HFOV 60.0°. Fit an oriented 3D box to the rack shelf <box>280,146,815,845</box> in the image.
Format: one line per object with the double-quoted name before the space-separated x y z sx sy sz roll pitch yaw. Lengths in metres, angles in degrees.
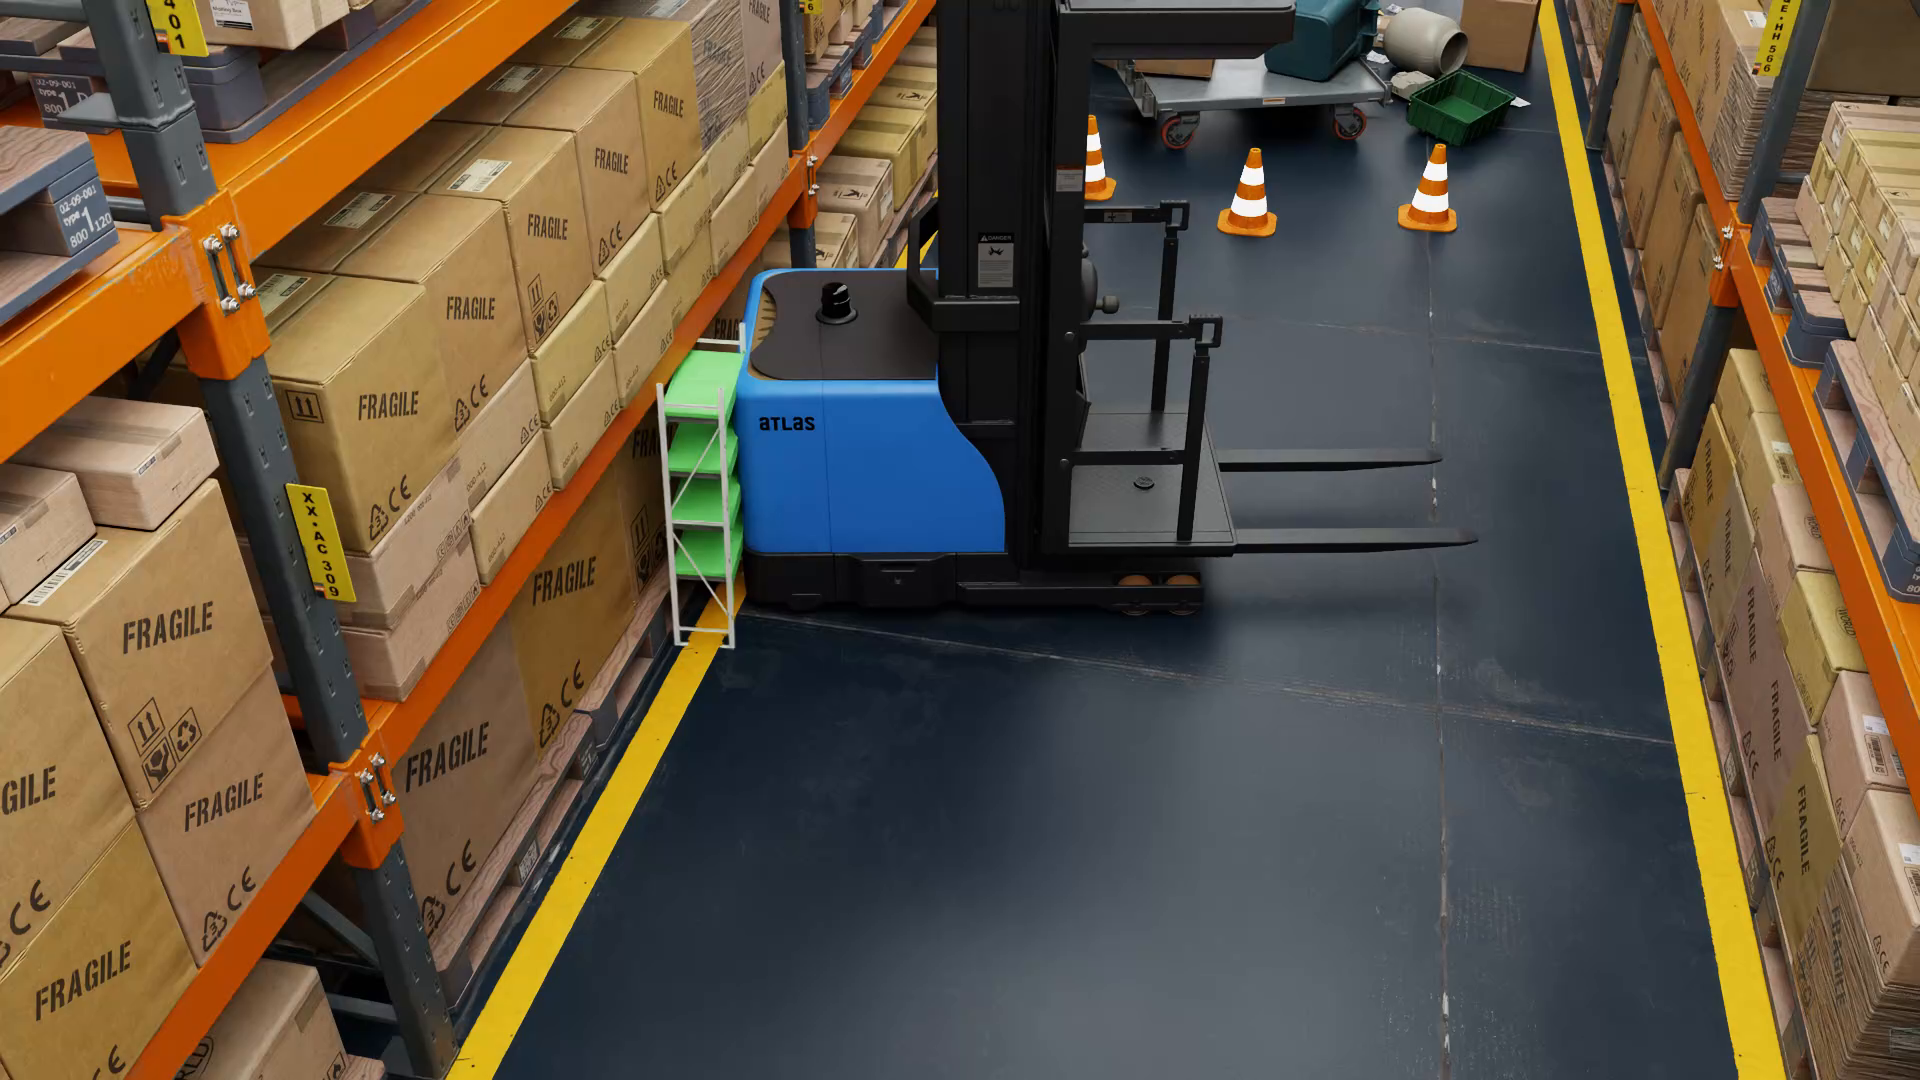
"rack shelf" -1.603 -0.531 6.040 1.077 0.370 4.000 7 37 10

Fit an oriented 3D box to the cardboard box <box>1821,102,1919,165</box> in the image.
"cardboard box" 3.393 -1.473 6.075 0.380 0.149 0.250 7 37 10

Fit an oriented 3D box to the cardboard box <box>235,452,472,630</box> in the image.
"cardboard box" -1.661 -0.035 4.444 0.500 0.250 0.500 6 36 9

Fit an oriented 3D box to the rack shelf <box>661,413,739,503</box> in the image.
"rack shelf" -0.974 -0.347 6.402 0.258 0.148 0.480 4 36 1

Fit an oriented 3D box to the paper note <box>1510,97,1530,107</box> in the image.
"paper note" 3.795 -2.997 11.358 0.147 0.020 0.142 -17 39 -22

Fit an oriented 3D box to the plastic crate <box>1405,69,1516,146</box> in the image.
"plastic crate" 3.293 -2.848 10.971 0.450 0.188 0.662 36 48 26

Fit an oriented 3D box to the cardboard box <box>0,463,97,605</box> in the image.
"cardboard box" -1.947 -0.030 3.245 0.380 0.149 0.250 8 37 11

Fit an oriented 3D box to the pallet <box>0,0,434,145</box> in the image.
"pallet" -1.882 -1.345 4.157 0.805 0.209 1.217 6 36 8

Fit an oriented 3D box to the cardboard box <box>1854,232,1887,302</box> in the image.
"cardboard box" 3.219 -0.890 5.524 0.380 0.149 0.250 7 37 10

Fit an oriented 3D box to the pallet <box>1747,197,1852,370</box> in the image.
"pallet" 3.634 -0.907 6.109 1.213 0.211 1.003 7 37 10

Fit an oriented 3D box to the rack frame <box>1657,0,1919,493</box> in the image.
"rack frame" 3.682 -1.407 6.635 1.000 3.000 0.127 7 37 10

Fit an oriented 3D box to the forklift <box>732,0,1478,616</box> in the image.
"forklift" 0.626 -1.190 6.395 3.031 2.935 1.130 0 36 0

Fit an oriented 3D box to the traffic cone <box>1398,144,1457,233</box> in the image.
"traffic cone" 2.774 -2.093 9.744 0.336 0.463 0.334 7 37 10

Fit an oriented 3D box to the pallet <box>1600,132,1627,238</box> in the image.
"pallet" 4.445 -2.119 9.994 1.003 0.211 1.213 7 37 10

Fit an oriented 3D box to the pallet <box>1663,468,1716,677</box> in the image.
"pallet" 3.513 0.170 6.835 1.003 0.211 1.213 7 37 10

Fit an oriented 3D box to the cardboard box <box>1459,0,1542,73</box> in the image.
"cardboard box" 3.865 -3.707 11.937 0.500 0.500 0.500 14 38 18

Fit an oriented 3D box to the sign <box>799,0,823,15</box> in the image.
"sign" -0.633 -2.370 6.978 0.100 0.325 0.005 7 37 10

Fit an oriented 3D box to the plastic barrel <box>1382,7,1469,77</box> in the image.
"plastic barrel" 3.280 -3.499 11.718 0.421 0.421 0.512 -24 42 -30

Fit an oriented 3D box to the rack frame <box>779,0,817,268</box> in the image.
"rack frame" -1.176 -1.969 7.411 1.000 3.000 0.127 7 37 10

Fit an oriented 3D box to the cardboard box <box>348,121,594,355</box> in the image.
"cardboard box" -1.464 -0.920 5.026 0.500 0.500 0.500 6 36 9

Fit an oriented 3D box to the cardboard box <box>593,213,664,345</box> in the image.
"cardboard box" -1.337 -0.913 5.656 0.500 0.250 0.500 6 36 9

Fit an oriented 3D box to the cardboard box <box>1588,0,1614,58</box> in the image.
"cardboard box" 4.928 -3.879 11.498 0.875 0.875 0.875 8 37 10

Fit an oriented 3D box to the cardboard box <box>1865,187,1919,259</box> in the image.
"cardboard box" 3.225 -1.029 5.463 0.380 0.149 0.250 6 36 8

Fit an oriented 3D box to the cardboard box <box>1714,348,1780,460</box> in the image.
"cardboard box" 3.298 -0.503 6.522 0.500 0.250 0.500 6 36 8

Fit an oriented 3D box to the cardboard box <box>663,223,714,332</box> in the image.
"cardboard box" -1.247 -1.005 6.208 0.500 0.250 0.500 7 37 9

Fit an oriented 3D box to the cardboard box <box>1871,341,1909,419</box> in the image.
"cardboard box" 3.108 -0.483 5.217 0.380 0.149 0.250 8 37 11

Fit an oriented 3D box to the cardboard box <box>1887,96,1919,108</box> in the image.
"cardboard box" 4.041 -1.671 6.914 0.500 0.500 0.500 8 37 10

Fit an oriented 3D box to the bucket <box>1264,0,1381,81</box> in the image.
"bucket" 2.313 -3.357 10.820 0.726 0.611 0.620 20 51 26

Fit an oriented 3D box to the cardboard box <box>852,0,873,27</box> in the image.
"cardboard box" -0.649 -2.665 8.227 0.380 0.149 0.250 8 37 10

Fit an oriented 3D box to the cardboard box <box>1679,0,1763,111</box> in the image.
"cardboard box" 3.730 -2.311 7.798 0.500 0.500 0.500 7 36 9

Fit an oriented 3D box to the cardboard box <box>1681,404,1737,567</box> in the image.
"cardboard box" 3.281 -0.191 6.730 0.500 0.500 0.500 6 36 8

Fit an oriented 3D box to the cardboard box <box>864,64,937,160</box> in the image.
"cardboard box" -0.581 -2.655 10.238 0.950 0.372 0.625 10 37 13

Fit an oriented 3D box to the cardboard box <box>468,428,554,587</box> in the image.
"cardboard box" -1.569 -0.131 5.003 0.500 0.250 0.500 6 36 9

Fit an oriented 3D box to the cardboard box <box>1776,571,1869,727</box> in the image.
"cardboard box" 2.961 0.368 5.319 0.500 0.250 0.500 6 36 8

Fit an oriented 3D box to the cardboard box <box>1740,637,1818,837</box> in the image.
"cardboard box" 2.963 0.685 5.521 0.500 0.500 0.500 7 36 9

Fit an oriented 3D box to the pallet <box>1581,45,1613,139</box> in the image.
"pallet" 4.775 -2.997 11.205 1.003 0.211 1.213 7 37 10

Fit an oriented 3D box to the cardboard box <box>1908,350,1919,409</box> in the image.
"cardboard box" 3.055 -0.450 4.917 0.380 0.149 0.250 9 37 12

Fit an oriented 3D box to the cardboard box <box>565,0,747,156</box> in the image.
"cardboard box" -1.132 -1.790 6.227 0.500 0.500 0.500 8 37 11

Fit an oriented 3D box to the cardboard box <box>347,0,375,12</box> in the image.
"cardboard box" -1.558 -1.570 3.861 0.500 0.500 0.500 7 36 9

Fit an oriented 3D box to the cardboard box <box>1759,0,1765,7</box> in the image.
"cardboard box" 4.002 -2.693 7.472 0.700 0.500 0.500 7 36 9

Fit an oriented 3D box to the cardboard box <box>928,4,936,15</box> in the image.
"cardboard box" 0.069 -3.927 11.459 0.500 0.500 0.500 9 37 12

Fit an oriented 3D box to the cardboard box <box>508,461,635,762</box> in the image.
"cardboard box" -1.790 0.130 5.967 0.875 0.875 0.875 8 37 11

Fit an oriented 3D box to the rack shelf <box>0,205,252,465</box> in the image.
"rack shelf" -2.457 0.547 1.996 1.077 0.370 4.000 7 37 10

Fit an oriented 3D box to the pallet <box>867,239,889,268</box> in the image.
"pallet" -1.007 -1.288 8.847 1.003 0.211 1.213 7 37 10

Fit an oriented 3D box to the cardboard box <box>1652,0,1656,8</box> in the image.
"cardboard box" 4.054 -3.183 9.001 0.500 0.500 0.500 8 37 10

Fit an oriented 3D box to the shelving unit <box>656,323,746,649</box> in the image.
"shelving unit" -0.981 -0.204 6.504 0.258 1.200 0.503 4 36 1

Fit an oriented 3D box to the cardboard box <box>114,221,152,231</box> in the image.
"cardboard box" -2.077 -0.707 4.732 0.500 0.500 0.500 8 37 11

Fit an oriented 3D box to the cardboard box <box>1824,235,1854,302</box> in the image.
"cardboard box" 3.274 -0.935 5.841 0.380 0.149 0.250 9 37 12

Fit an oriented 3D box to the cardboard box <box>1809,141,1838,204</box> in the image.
"cardboard box" 3.382 -1.344 6.151 0.380 0.149 0.250 9 37 12

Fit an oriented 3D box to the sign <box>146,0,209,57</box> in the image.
"sign" -1.488 -1.063 3.097 0.100 0.325 0.005 7 37 10

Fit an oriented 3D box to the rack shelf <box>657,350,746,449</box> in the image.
"rack shelf" -0.963 -0.542 6.263 0.258 0.148 0.480 4 36 1

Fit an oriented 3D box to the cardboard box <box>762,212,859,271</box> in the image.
"cardboard box" -1.045 -1.398 8.504 0.950 0.372 0.625 5 36 7

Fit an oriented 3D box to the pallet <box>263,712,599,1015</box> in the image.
"pallet" -1.939 1.001 5.689 1.003 0.211 1.213 7 37 10

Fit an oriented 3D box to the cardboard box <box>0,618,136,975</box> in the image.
"cardboard box" -1.977 0.474 3.103 0.500 0.500 0.500 7 36 9

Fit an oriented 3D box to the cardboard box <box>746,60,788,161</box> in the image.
"cardboard box" -1.031 -1.801 6.881 0.500 0.250 0.500 7 37 10

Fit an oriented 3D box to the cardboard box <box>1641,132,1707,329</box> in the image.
"cardboard box" 4.083 -1.505 8.330 1.050 0.750 0.750 8 37 11
